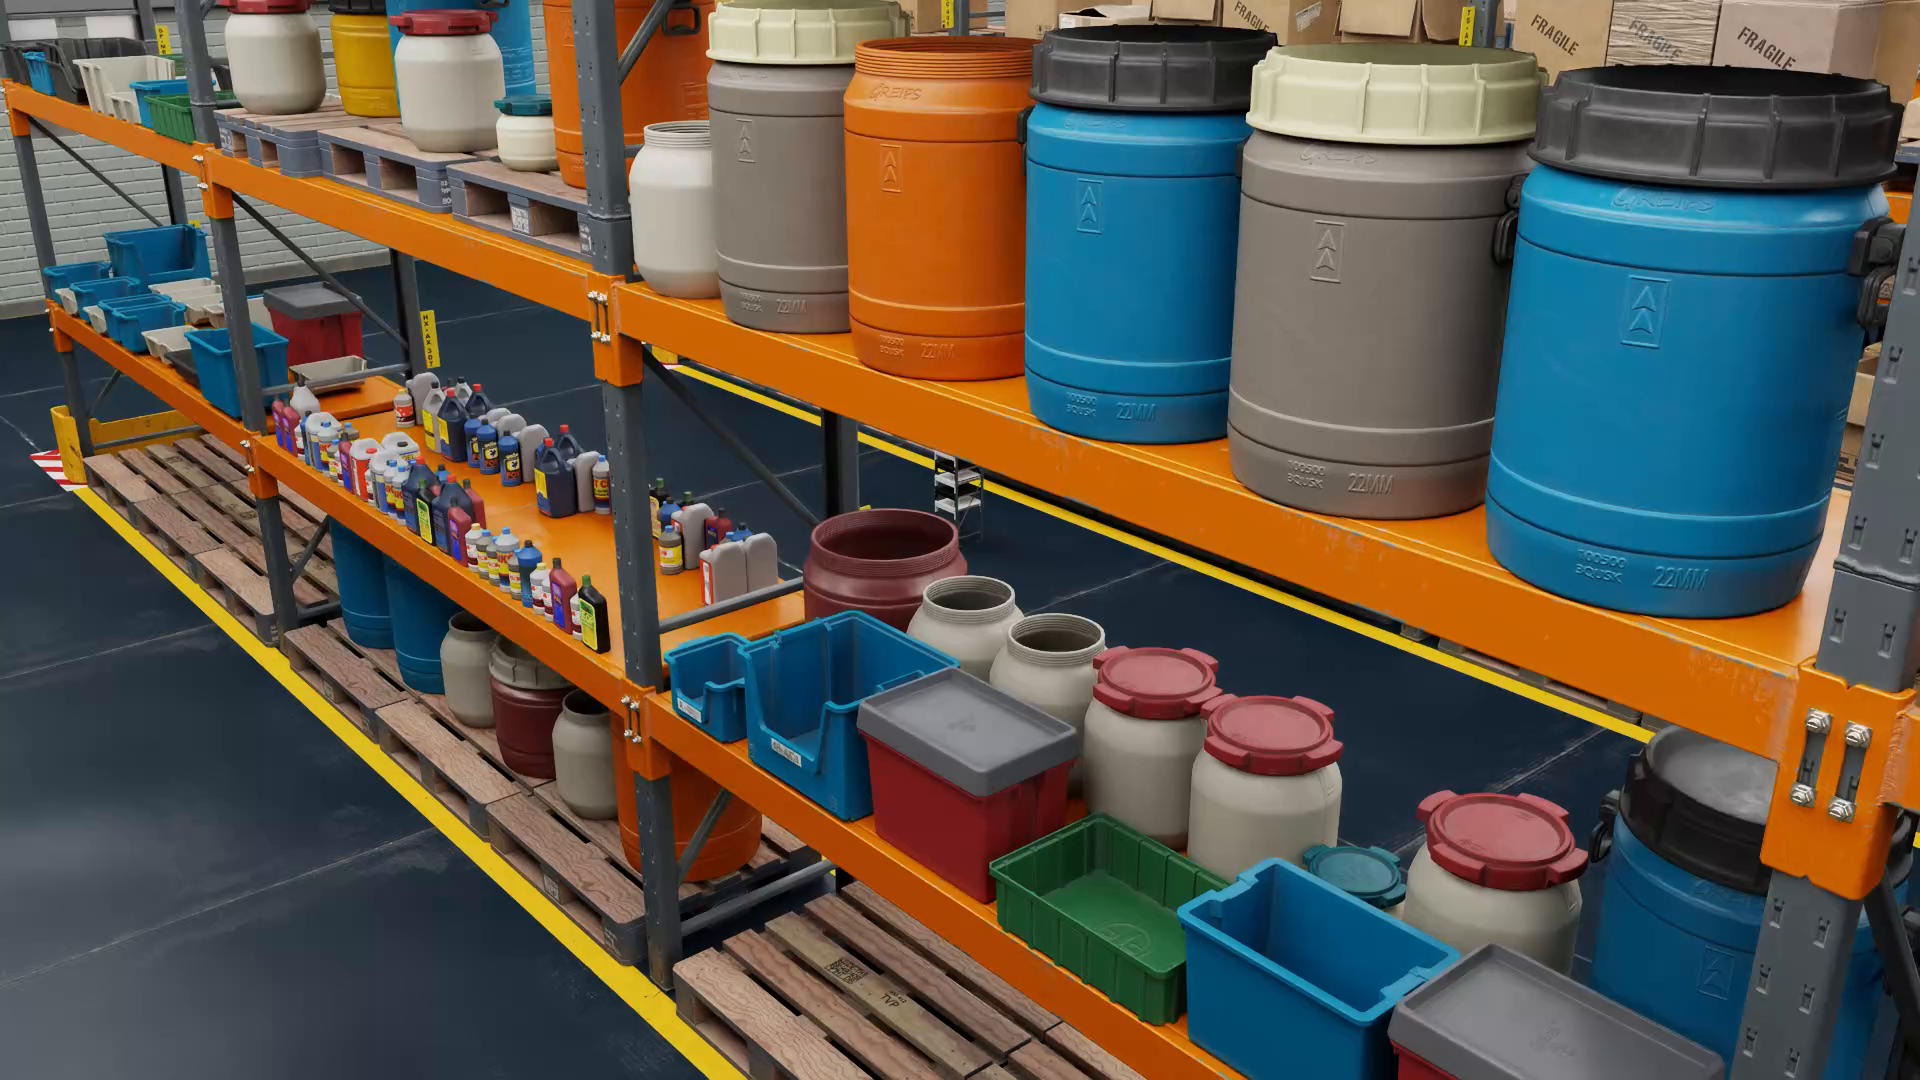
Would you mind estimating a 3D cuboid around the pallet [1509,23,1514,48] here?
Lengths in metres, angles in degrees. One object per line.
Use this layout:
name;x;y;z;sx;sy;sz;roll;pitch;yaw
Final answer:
pallet;5.162;-4.030;13.304;1.213;0.211;1.003;-17;27;-37

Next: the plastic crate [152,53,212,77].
plastic crate;-5.166;-3.069;10.884;0.450;0.188;0.336;-17;27;-37

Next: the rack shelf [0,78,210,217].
rack shelf;-4.721;-2.484;10.088;1.077;0.370;4.000;-17;27;-37

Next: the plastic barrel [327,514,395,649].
plastic barrel;-3.073;0.066;9.005;0.600;0.901;0.708;-17;27;-37

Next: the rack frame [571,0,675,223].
rack frame;-0.804;-2.558;5.177;1.000;3.000;0.127;-17;27;-37

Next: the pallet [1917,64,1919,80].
pallet;7.232;-3.240;11.290;1.213;0.211;1.003;-16;26;-35

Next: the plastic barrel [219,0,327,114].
plastic barrel;-3.262;-2.321;7.921;0.433;0.535;0.433;0;21;0

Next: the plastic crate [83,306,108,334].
plastic crate;-5.525;-1.438;10.822;0.250;0.136;0.298;-17;27;-37

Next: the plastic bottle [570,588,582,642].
plastic bottle;-1.453;0.281;6.426;0.097;0.201;0.097;0;21;0

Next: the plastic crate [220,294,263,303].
plastic crate;-4.491;-1.419;10.641;0.416;0.233;0.300;-17;27;-37

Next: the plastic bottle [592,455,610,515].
plastic bottle;-1.651;-0.259;7.709;0.097;0.271;0.097;0;21;0

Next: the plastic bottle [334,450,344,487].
plastic bottle;-2.981;-0.366;8.077;0.097;0.201;0.097;0;21;0

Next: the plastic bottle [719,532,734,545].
plastic bottle;-0.960;0.066;6.976;0.097;0.201;0.097;0;21;0

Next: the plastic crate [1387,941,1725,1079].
plastic crate;1.259;1.249;3.593;0.402;0.464;0.583;-17;27;-37

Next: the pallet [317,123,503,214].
pallet;-2.087;-1.673;7.288;1.003;0.211;1.213;-17;27;-37

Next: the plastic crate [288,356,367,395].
plastic crate;-3.611;-0.938;9.545;0.396;0.136;0.243;-17;27;-37

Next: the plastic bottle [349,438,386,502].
plastic bottle;-2.797;-0.338;7.904;0.152;0.276;0.135;-17;27;-37

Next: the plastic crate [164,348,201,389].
plastic crate;-4.349;-1.015;9.758;0.437;0.125;0.590;-17;27;-37

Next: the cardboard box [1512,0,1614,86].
cardboard box;3.060;-2.429;8.137;0.500;0.500;0.500;-17;27;-37

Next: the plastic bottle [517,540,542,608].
plastic bottle;-1.731;0.131;6.713;0.097;0.271;0.097;0;21;0

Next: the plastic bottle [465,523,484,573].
plastic bottle;-2.048;0.029;7.069;0.097;0.201;0.097;0;21;0

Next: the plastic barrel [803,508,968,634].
plastic barrel;-0.272;0.228;6.103;0.600;0.536;0.708;-17;27;-37

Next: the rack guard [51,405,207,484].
rack guard;-6.052;-0.815;12.379;1.175;0.500;0.348;-17;27;-37

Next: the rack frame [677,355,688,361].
rack frame;-2.274;-3.154;14.925;1.000;3.000;0.127;-17;27;-37

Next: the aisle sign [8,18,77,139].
aisle sign;-6.298;-3.135;11.310;0.394;0.787;0.004;-17;27;-37

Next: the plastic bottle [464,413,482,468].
plastic bottle;-2.428;-0.503;8.332;0.097;0.271;0.097;0;21;0

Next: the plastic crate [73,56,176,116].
plastic crate;-4.813;-2.631;9.638;0.437;0.282;0.530;-17;27;-37

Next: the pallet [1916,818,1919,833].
pallet;5.050;1.245;7.517;1.003;0.211;1.213;-17;27;-37

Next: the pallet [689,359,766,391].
pallet;-1.693;-1.654;14.917;1.003;0.211;1.213;-17;27;-37

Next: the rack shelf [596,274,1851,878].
rack shelf;0.501;-0.274;4.444;1.077;0.370;4.000;-17;27;-37

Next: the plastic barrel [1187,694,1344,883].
plastic barrel;0.869;0.758;4.750;0.433;0.535;0.433;0;21;0

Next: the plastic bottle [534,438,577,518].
plastic bottle;-1.876;-0.293;7.688;0.144;0.351;0.185;-17;27;-37

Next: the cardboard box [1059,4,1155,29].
cardboard box;0.985;-3.275;10.667;0.500;0.311;0.500;-19;28;-39

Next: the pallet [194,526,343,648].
pallet;-3.925;0.234;10.096;1.003;0.211;1.213;-17;27;-37

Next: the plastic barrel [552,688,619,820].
plastic barrel;-1.573;0.932;7.327;0.421;0.512;0.421;0;21;0

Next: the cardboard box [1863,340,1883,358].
cardboard box;7.101;-1.055;12.074;1.050;0.750;0.750;-18;28;-38

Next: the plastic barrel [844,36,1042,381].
plastic barrel;-0.006;-0.902;4.473;0.600;0.830;0.708;-17;27;-37

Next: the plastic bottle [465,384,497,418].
plastic bottle;-2.447;-0.620;8.522;0.144;0.351;0.185;-17;27;-37

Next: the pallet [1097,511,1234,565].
pallet;1.698;-0.218;11.252;1.003;0.211;1.213;-17;27;-37

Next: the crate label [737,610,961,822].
crate label;-0.361;0.557;5.399;0.502;0.435;0.616;-17;27;-37

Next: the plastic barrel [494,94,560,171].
plastic barrel;-1.615;-1.554;6.340;0.301;0.262;0.301;0;21;0

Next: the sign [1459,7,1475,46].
sign;2.522;-2.489;8.294;0.100;0.325;0.005;-17;27;-37

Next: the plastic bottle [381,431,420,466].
plastic bottle;-2.682;-0.374;7.996;0.152;0.276;0.135;-17;27;-37

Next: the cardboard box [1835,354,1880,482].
cardboard box;4.357;-0.540;7.531;0.797;0.503;0.637;-14;26;-32

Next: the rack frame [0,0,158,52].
rack frame;-6.026;-4.769;10.820;1.000;3.000;0.127;-17;27;-37

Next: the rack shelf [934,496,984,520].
rack shelf;-0.005;-0.223;10.903;0.258;0.077;0.200;-17;27;-37

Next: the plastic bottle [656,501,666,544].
plastic bottle;-1.286;-0.072;7.328;0.097;0.201;0.097;0;21;0

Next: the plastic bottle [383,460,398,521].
plastic bottle;-2.591;-0.233;7.643;0.097;0.271;0.097;0;21;0

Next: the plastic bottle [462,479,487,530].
plastic bottle;-2.149;-0.122;7.343;0.061;0.283;0.133;-17;27;-37

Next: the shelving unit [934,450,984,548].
shelving unit;-0.005;-0.421;10.826;0.258;0.900;0.210;-17;27;-37

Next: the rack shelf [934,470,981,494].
rack shelf;-0.005;-0.390;10.838;0.258;0.077;0.200;-17;27;-37

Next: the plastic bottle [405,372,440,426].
plastic bottle;-2.913;-0.780;9.034;0.152;0.276;0.135;-17;27;-37

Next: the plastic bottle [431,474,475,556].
plastic bottle;-2.210;-0.122;7.250;0.144;0.351;0.185;-17;27;-37

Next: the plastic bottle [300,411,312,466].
plastic bottle;-3.259;-0.516;8.365;0.097;0.271;0.097;0;21;0

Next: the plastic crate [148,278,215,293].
plastic crate;-5.357;-1.698;11.486;0.396;0.136;0.243;-17;27;-37
